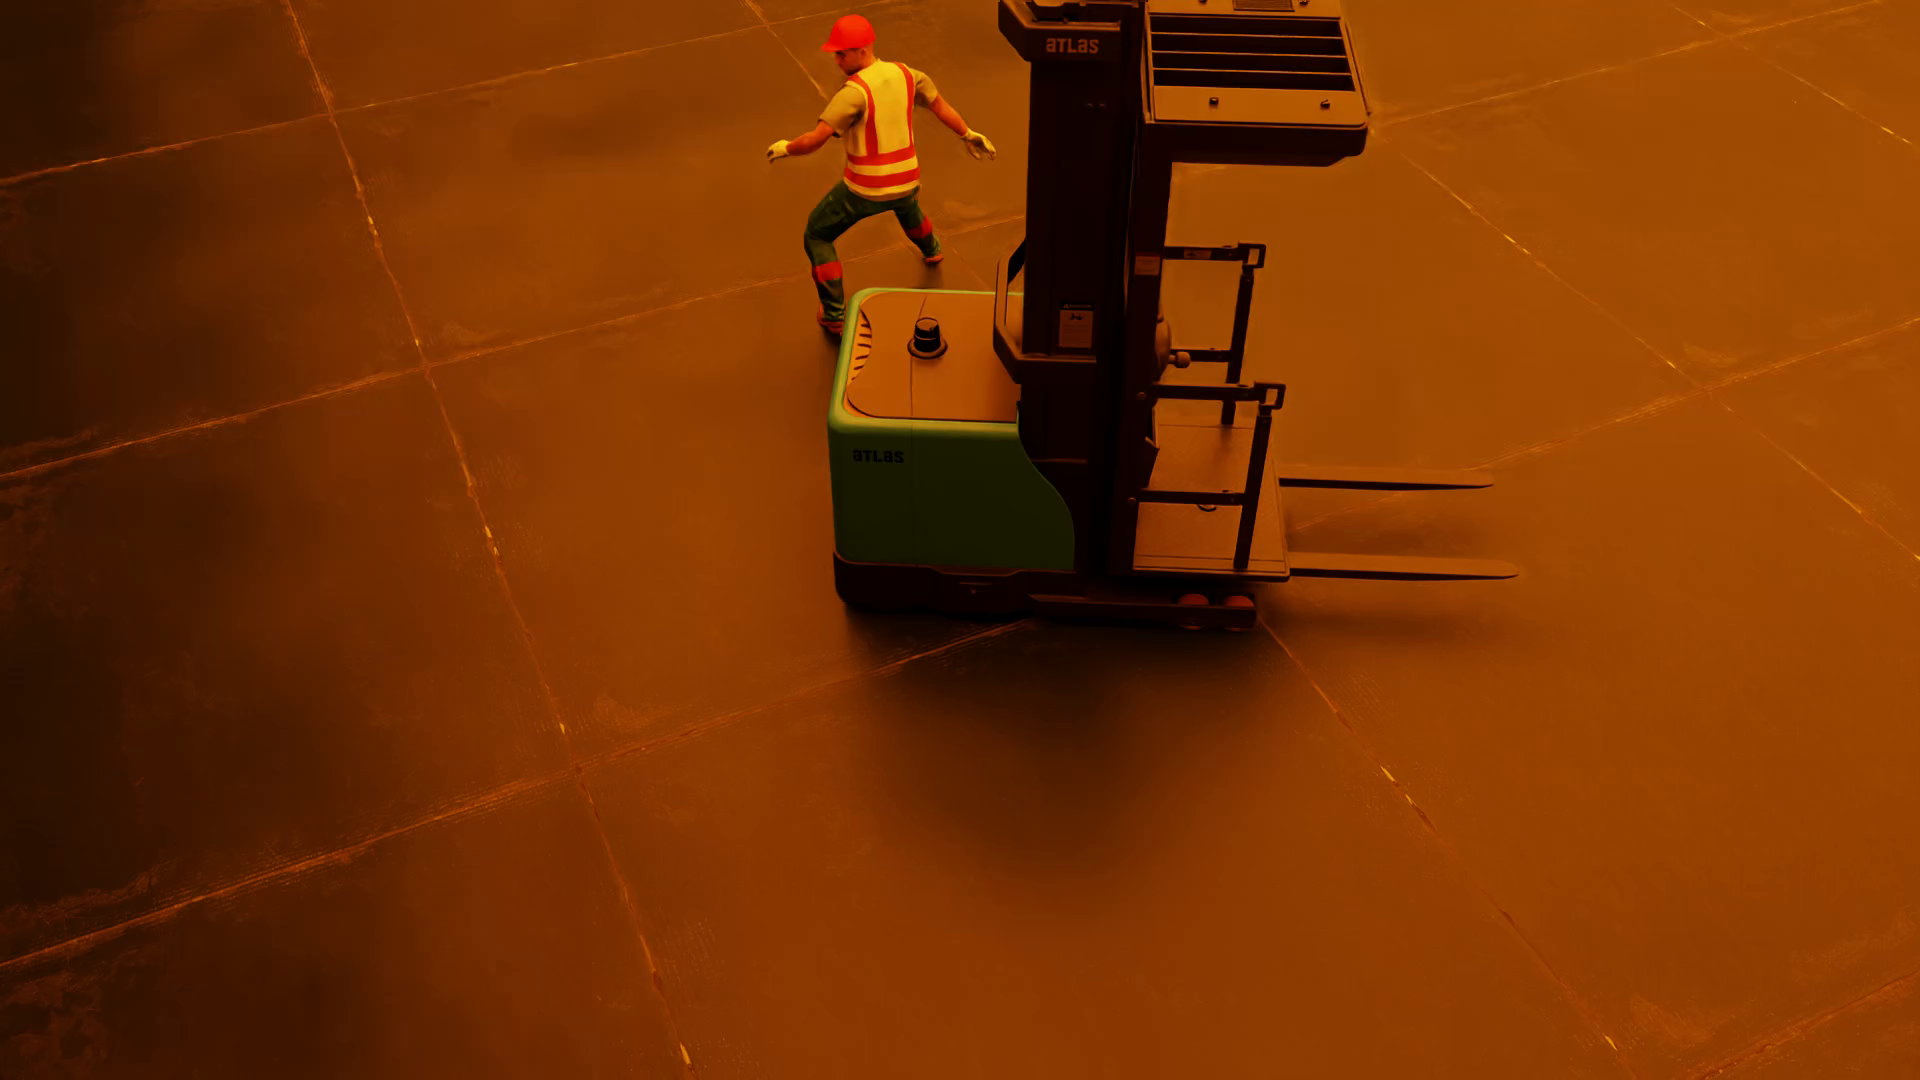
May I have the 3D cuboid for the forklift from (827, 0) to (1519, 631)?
[{"bbox_3d":[0.975,-1.042,6.797,3.031,2.935,1.130,2,43,2],"label":"forklift"}]

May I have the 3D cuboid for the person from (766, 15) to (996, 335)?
[{"bbox_3d":[-0.411,-1.914,8.781,1.128,1.732,0.579,-28,50,-27],"label":"person"}]
